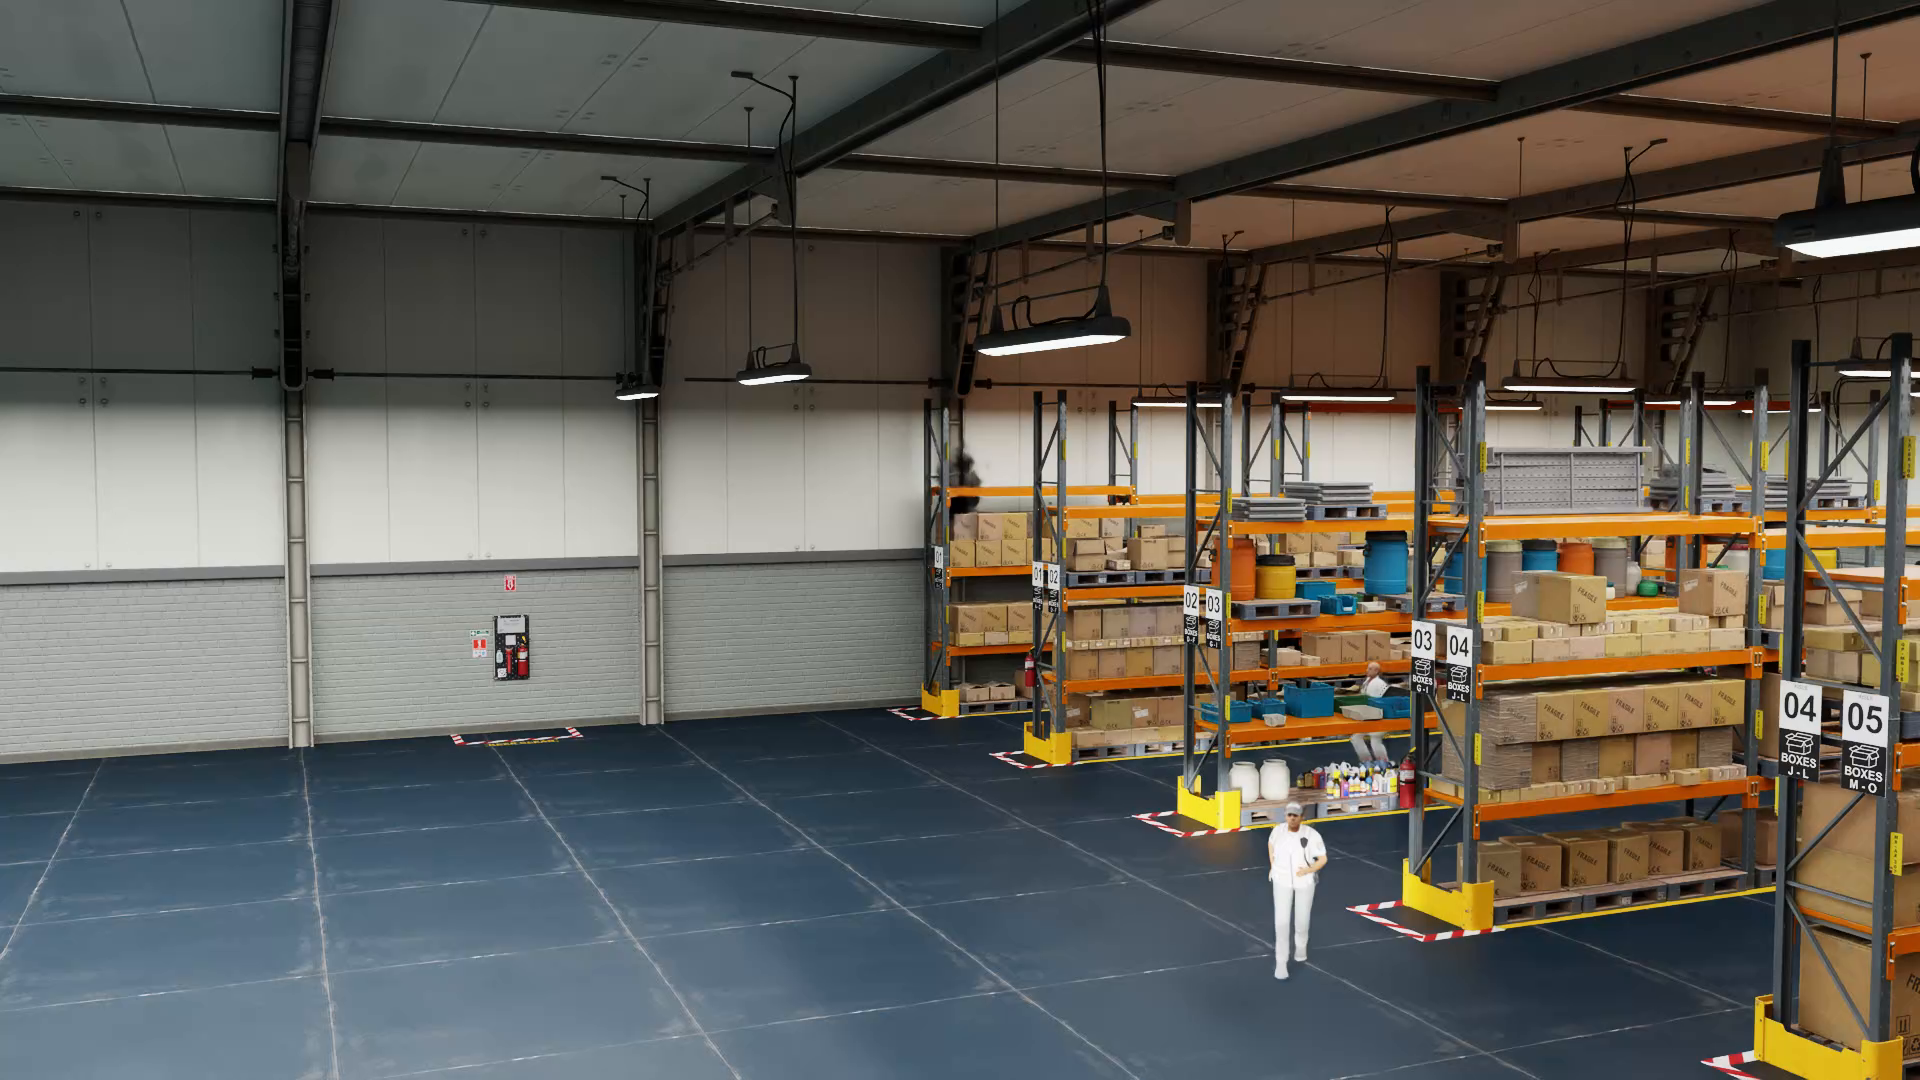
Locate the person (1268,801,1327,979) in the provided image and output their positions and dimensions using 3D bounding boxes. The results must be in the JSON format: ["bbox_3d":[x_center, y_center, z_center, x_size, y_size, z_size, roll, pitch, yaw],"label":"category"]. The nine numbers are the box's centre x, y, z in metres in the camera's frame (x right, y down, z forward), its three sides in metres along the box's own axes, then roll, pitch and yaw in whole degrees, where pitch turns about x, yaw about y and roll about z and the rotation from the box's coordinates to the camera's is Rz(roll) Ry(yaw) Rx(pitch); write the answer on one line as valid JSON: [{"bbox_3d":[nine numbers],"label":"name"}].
[{"bbox_3d":[3.291,3.392,16.253,0.586,1.730,0.798,1,3,16],"label":"person"}]

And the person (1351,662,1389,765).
[{"bbox_3d":[6.320,2.783,25.651,0.747,1.811,0.698,-2,4,-24],"label":"person"}]
